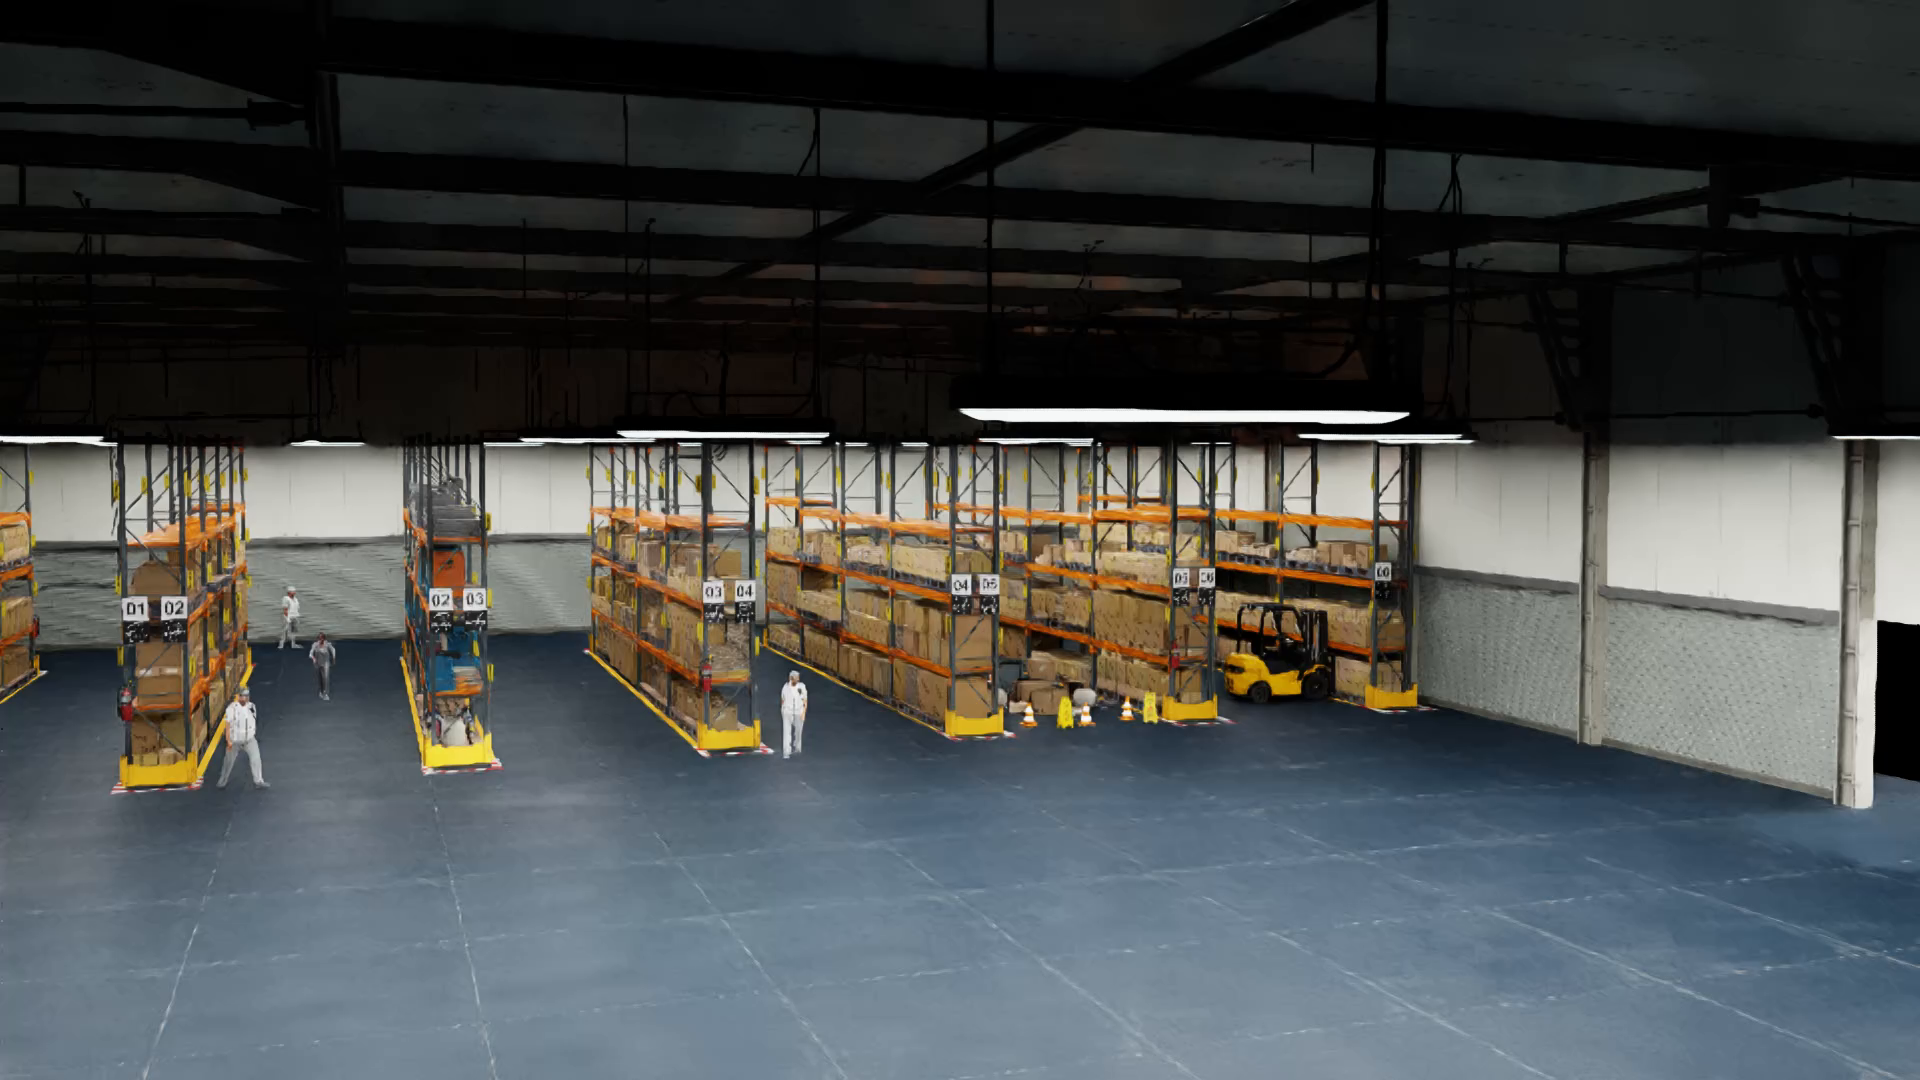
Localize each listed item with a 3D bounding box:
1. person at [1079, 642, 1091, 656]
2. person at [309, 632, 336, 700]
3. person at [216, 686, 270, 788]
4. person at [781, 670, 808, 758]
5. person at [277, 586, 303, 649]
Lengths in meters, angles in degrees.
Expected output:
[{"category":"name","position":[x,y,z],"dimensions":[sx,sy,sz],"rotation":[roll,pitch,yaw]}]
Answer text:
[{"category":"person","position":[3.326,2.356,45.003],"dimensions":[0.584,1.717,0.653],"rotation":[1,3,10]},{"category":"person","position":[-14.563,2.852,37.978],"dimensions":[0.562,1.530,0.815],"rotation":[-1,3,-14]},{"category":"person","position":[-12.064,3.305,27.882],"dimensions":[0.953,1.731,0.616],"rotation":[3,4,43]},{"category":"person","position":[-3.071,3.199,30.846],"dimensions":[0.478,1.596,1.004],"rotation":[-1,3,-10]},{"category":"person","position":[-19.148,2.210,47.399],"dimensions":[0.477,1.784,0.704],"rotation":[1,3,18]}]
